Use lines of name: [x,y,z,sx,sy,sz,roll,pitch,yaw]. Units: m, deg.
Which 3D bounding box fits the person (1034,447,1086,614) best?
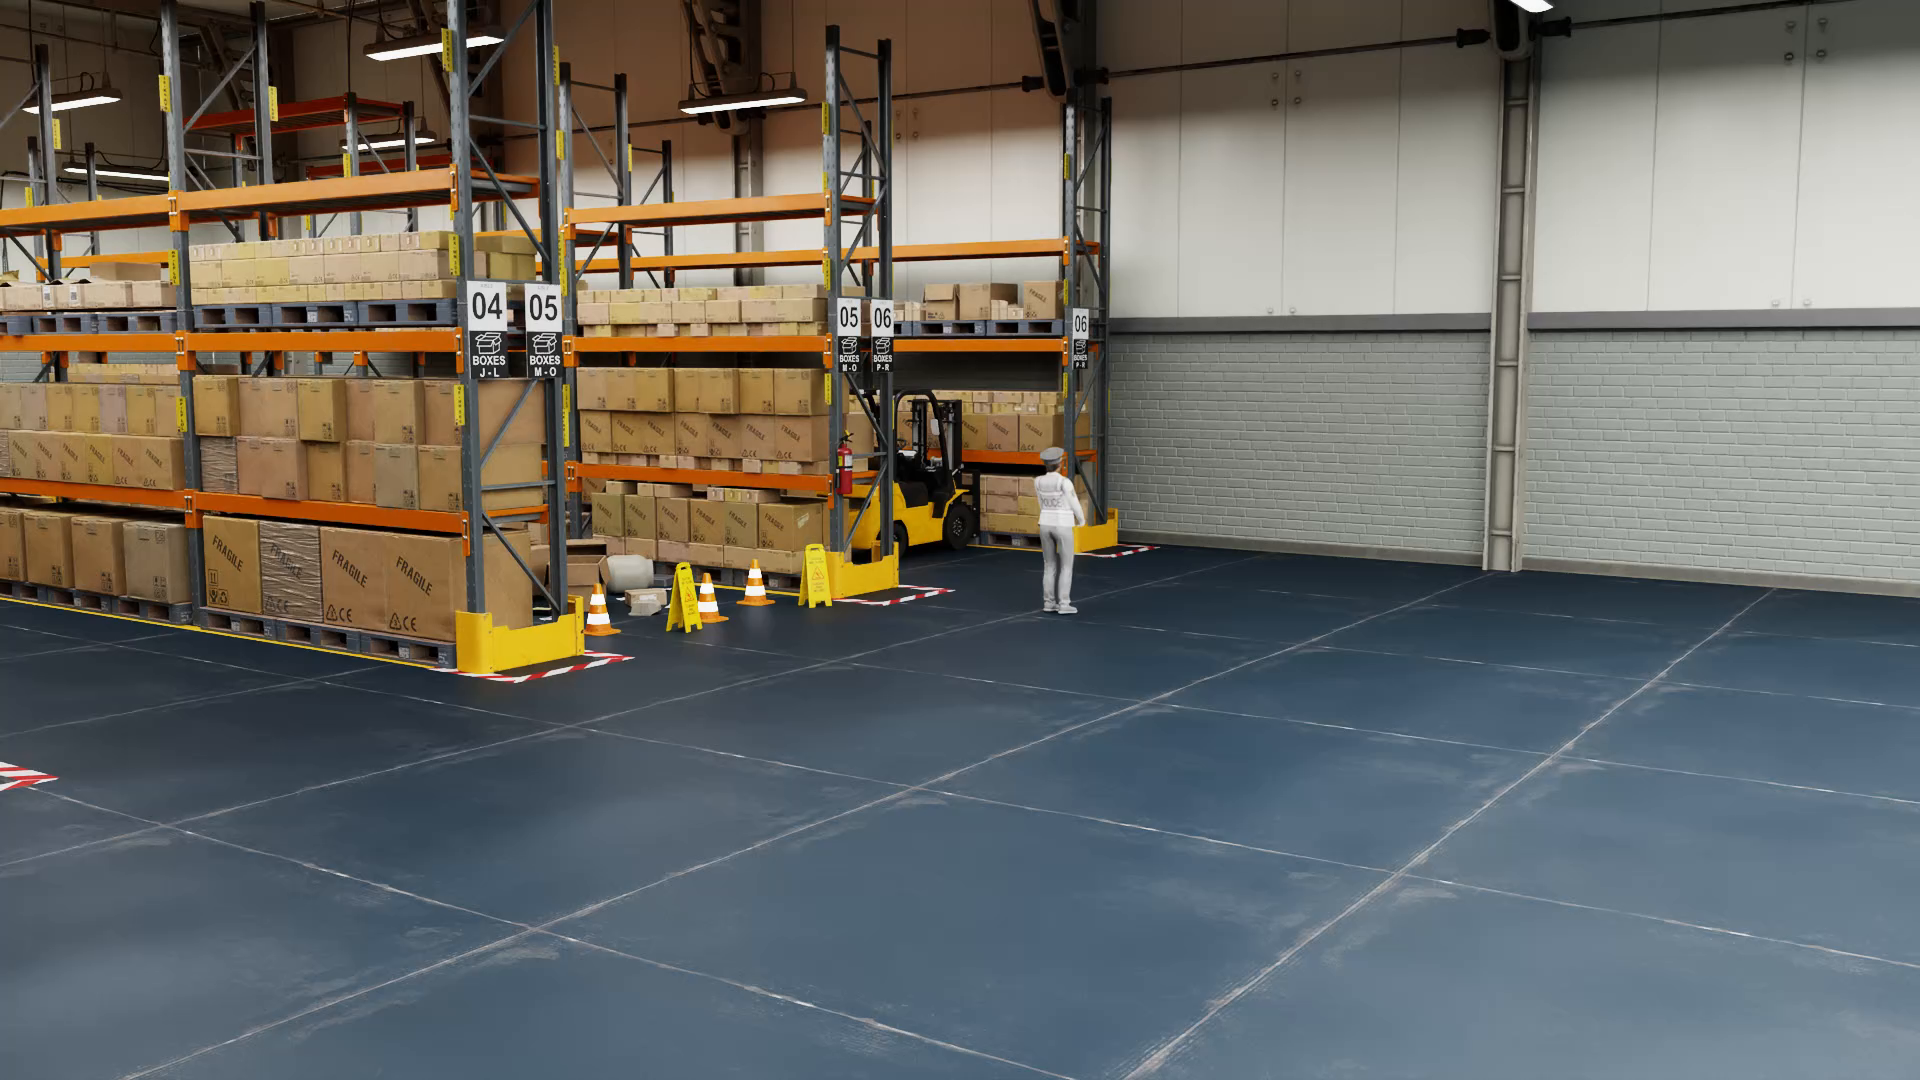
person: [1.017,-0.103,16.828,0.459,1.687,0.546,4,8,35]
